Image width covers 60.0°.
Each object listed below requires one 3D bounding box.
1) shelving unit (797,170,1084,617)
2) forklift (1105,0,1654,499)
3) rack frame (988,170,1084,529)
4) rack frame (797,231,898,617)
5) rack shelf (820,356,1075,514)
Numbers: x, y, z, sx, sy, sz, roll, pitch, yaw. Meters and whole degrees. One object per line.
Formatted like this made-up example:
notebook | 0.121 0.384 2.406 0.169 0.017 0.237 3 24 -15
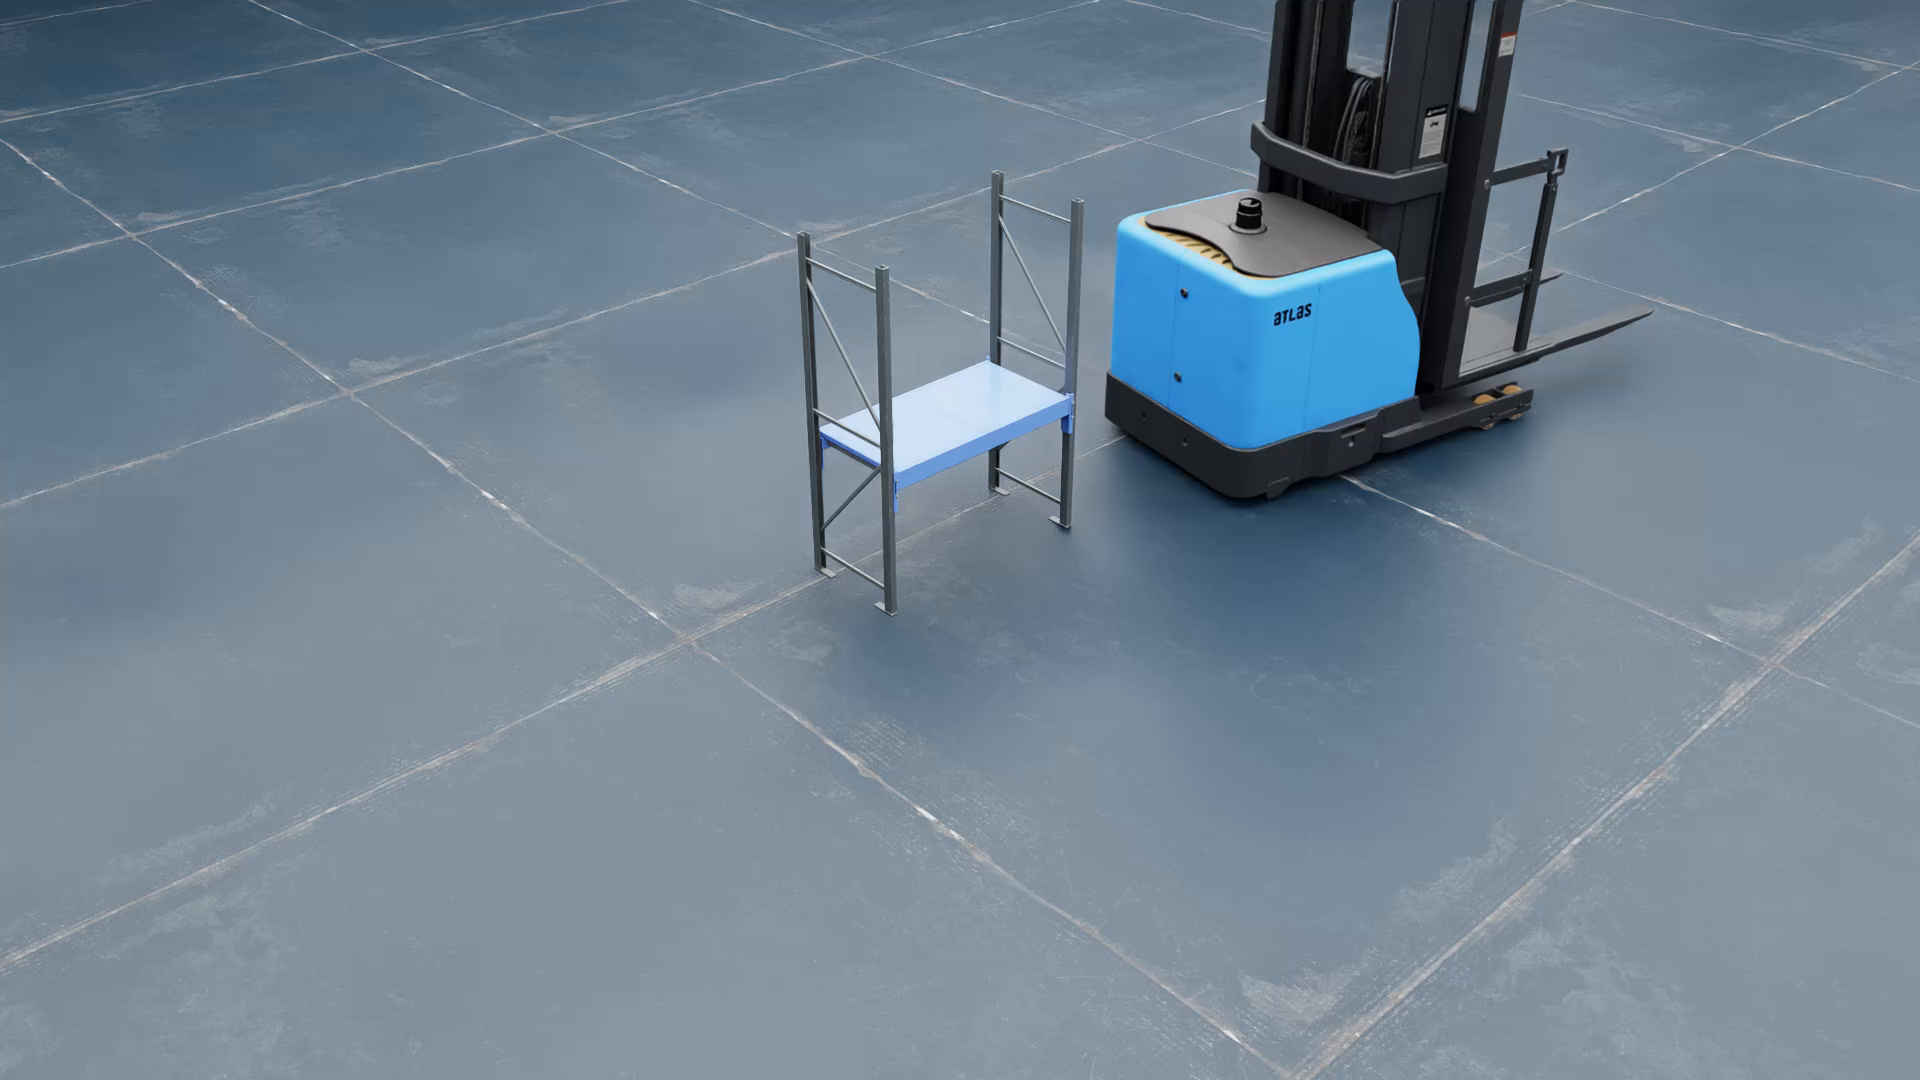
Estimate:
shelving unit | -0.063 -0.610 6.809 1.048 1.500 0.538 -26 40 -35
forklift | 2.225 -2.006 7.722 3.031 2.935 1.130 -18 36 -27
rack frame | 0.310 -0.790 7.104 0.032 1.500 0.500 -26 40 -35
rack frame | -0.435 -0.429 6.514 0.032 1.500 0.500 -26 40 -35
rack shelf | -0.063 -0.456 6.903 1.000 0.185 0.538 -26 40 -35
